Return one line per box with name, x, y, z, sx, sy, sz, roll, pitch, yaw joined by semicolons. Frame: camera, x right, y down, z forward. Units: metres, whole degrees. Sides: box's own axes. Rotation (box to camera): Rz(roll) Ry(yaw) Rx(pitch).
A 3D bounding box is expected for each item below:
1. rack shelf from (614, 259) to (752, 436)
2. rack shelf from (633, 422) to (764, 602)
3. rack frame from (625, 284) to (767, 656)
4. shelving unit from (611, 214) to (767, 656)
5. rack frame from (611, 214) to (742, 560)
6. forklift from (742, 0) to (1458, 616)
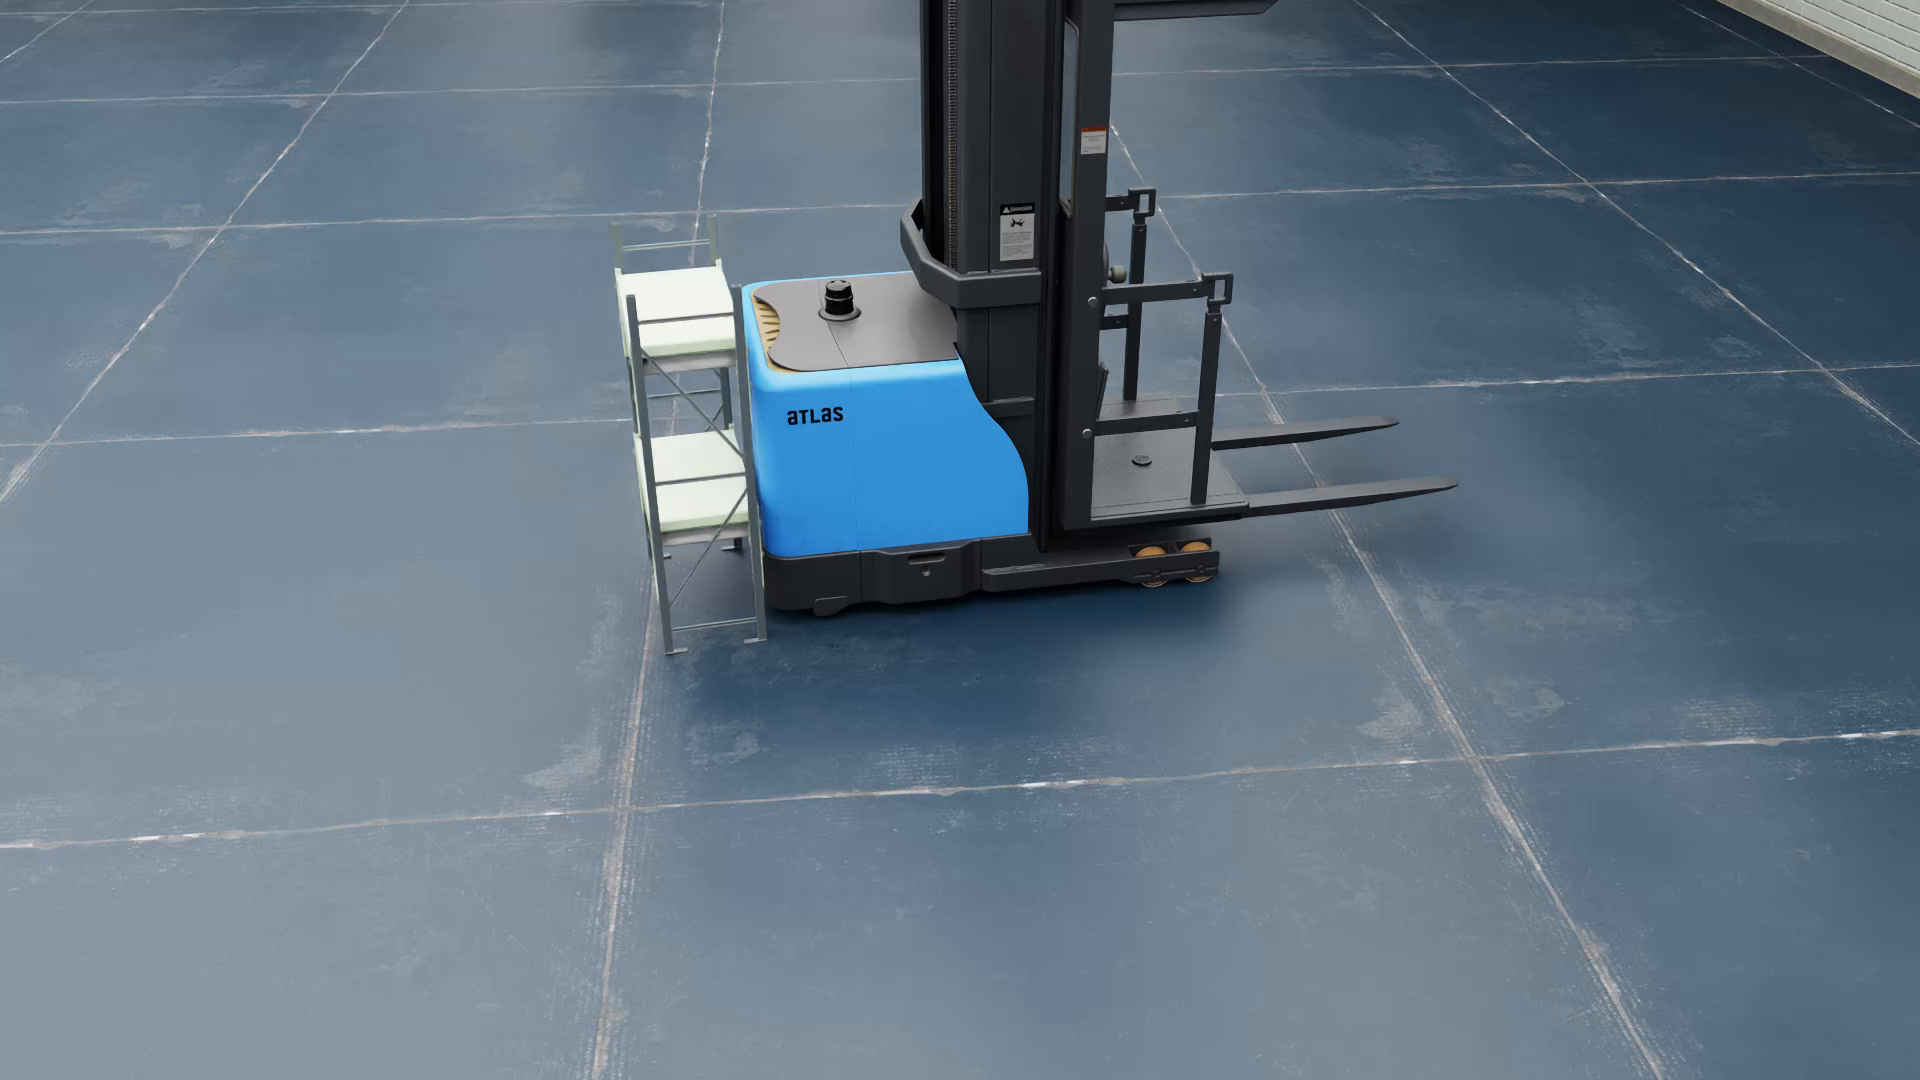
rack shelf;-1.048;-0.740;6.265;0.431;0.370;0.720;-7;32;-12
rack shelf;-1.048;-0.125;6.633;0.431;0.370;0.720;-7;32;-12
rack frame;-0.960;-0.223;6.160;0.400;1.500;0.023;-7;32;-12
shelving unit;-1.048;-0.405;6.465;0.431;1.500;0.755;-7;32;-12
rack frame;-1.137;-0.587;6.770;0.400;1.500;0.023;-7;32;-12
forklift;0.616;-1.322;6.605;3.031;2.935;1.130;-6;31;-10
